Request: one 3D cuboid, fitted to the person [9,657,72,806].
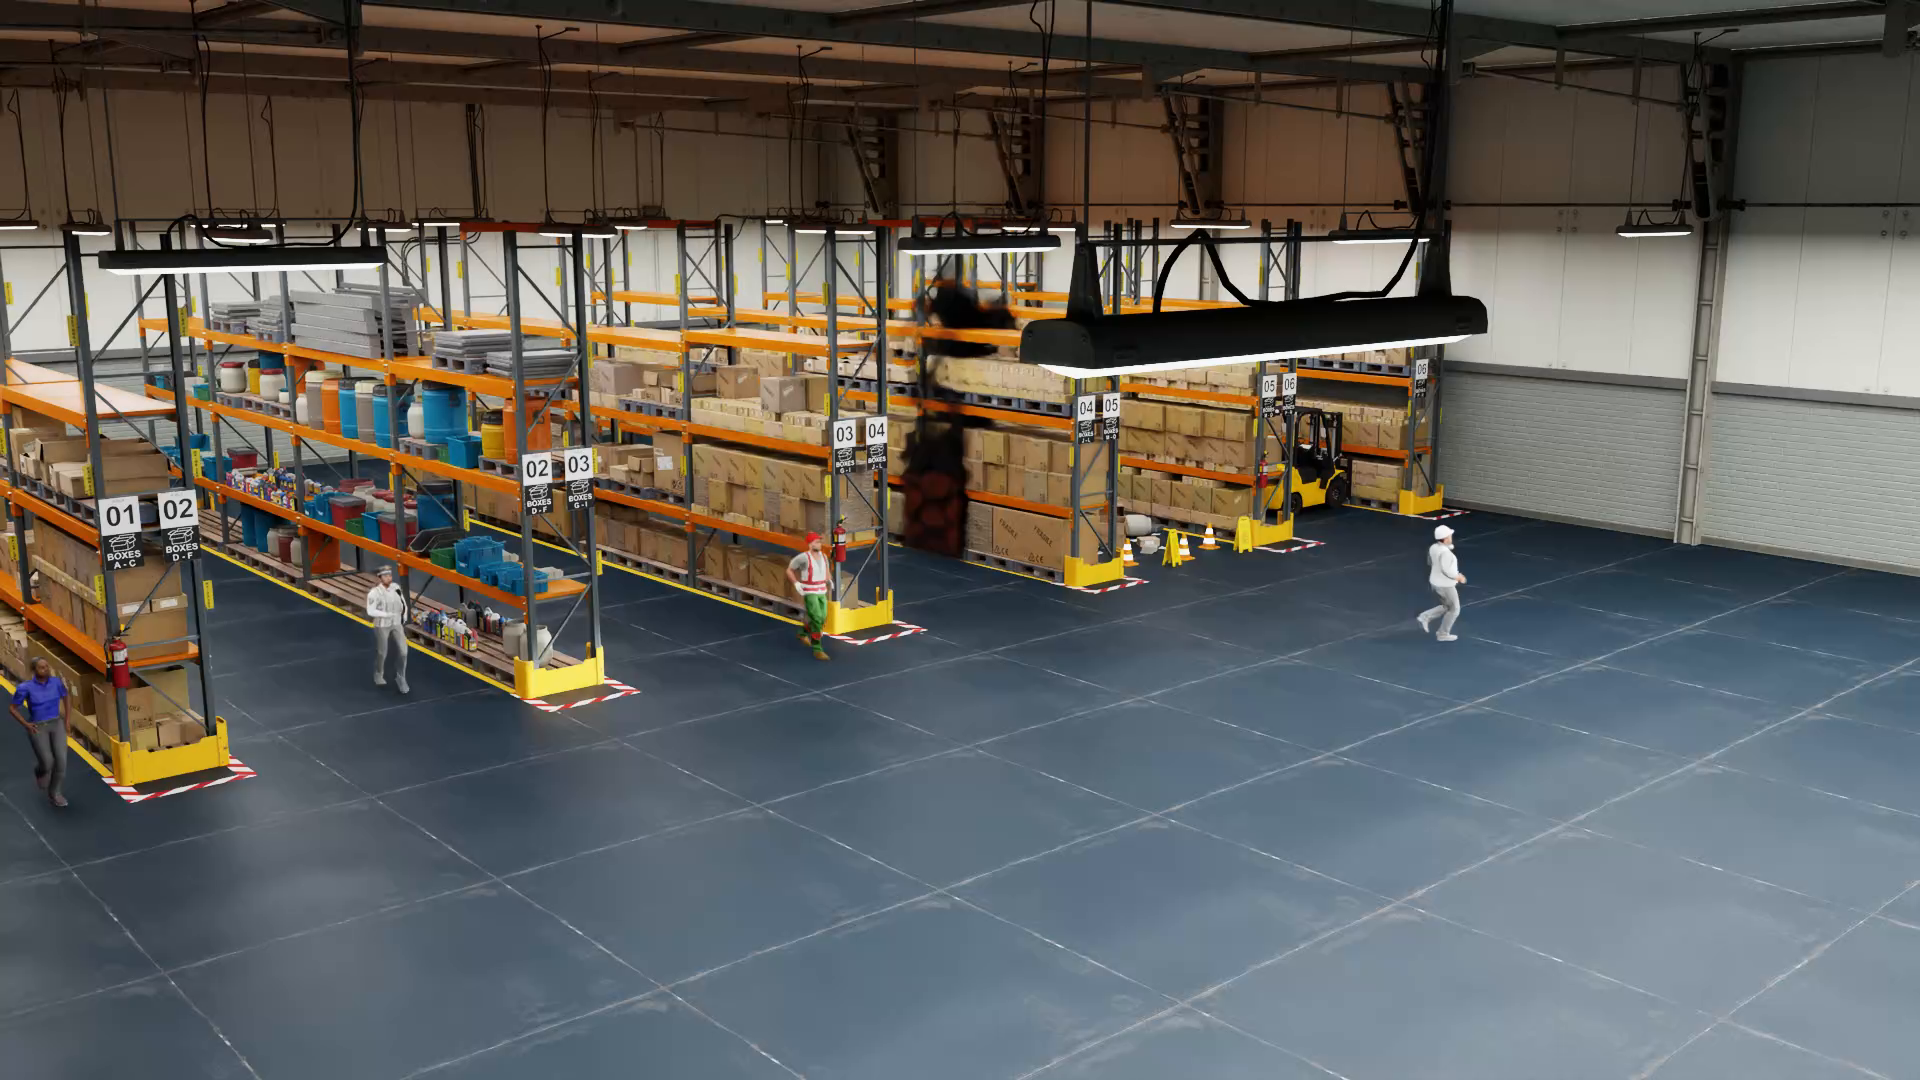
[{"bbox_3d":[-9.791,2.032,17.793,0.522,1.627,0.610,10,15,41],"label":"person"}]

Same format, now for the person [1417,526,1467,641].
[{"bbox_3d":[7.061,0.635,24.364,0.612,1.721,0.657,-1,11,-5],"label":"person"}]

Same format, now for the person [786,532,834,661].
[{"bbox_3d":[-2.067,0.769,23.689,0.695,1.756,0.908,-11,16,-43],"label":"person"}]

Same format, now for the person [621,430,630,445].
[{"bbox_3d":[-8.469,-2.831,41.345,0.713,1.773,1.053,9,15,39],"label":"person"}]

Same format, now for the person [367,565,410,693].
[{"bbox_3d":[-7.507,1.172,21.878,0.719,1.761,0.623,11,16,44],"label":"person"}]
